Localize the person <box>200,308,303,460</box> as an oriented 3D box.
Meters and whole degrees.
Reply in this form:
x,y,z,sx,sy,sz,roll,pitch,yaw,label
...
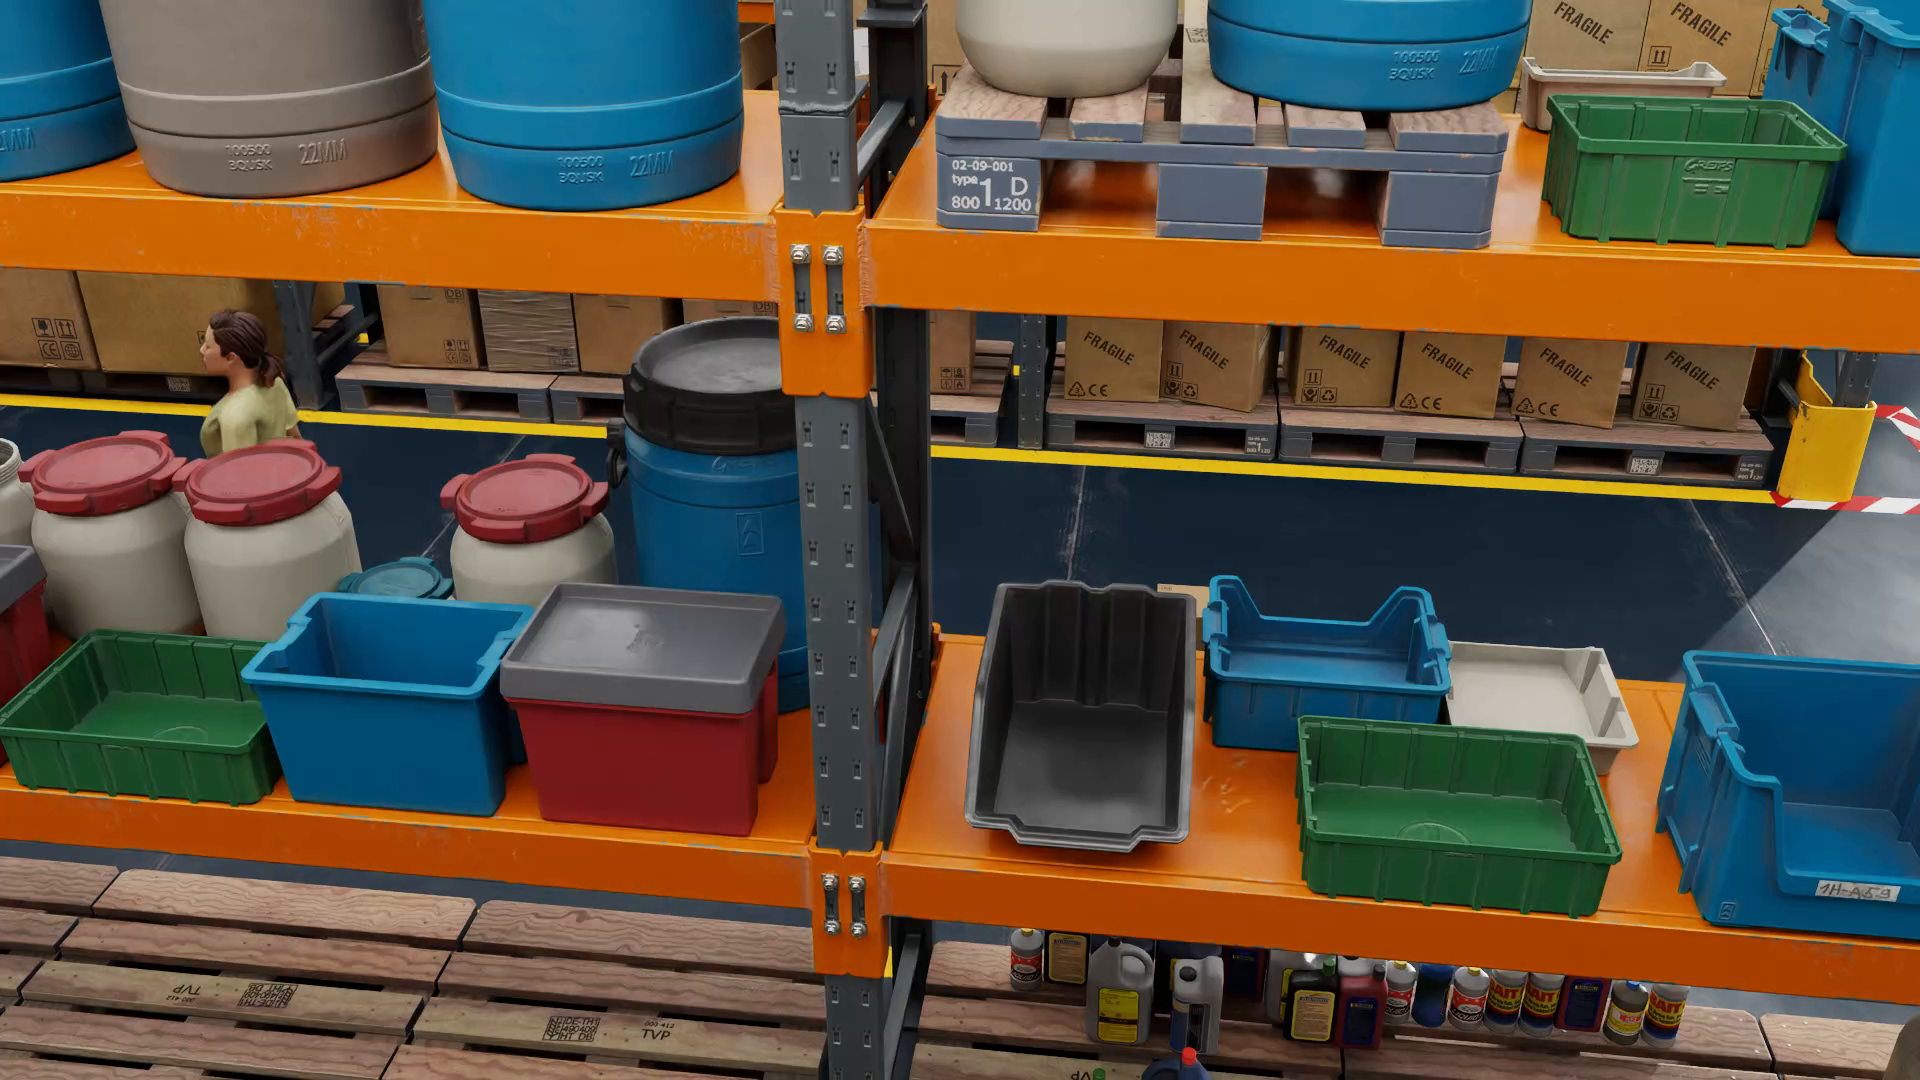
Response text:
x,y,z,sx,sy,sz,roll,pitch,yaw,label
-2.685,-0.083,6.288,1.021,1.609,0.465,-3,29,-6,person
